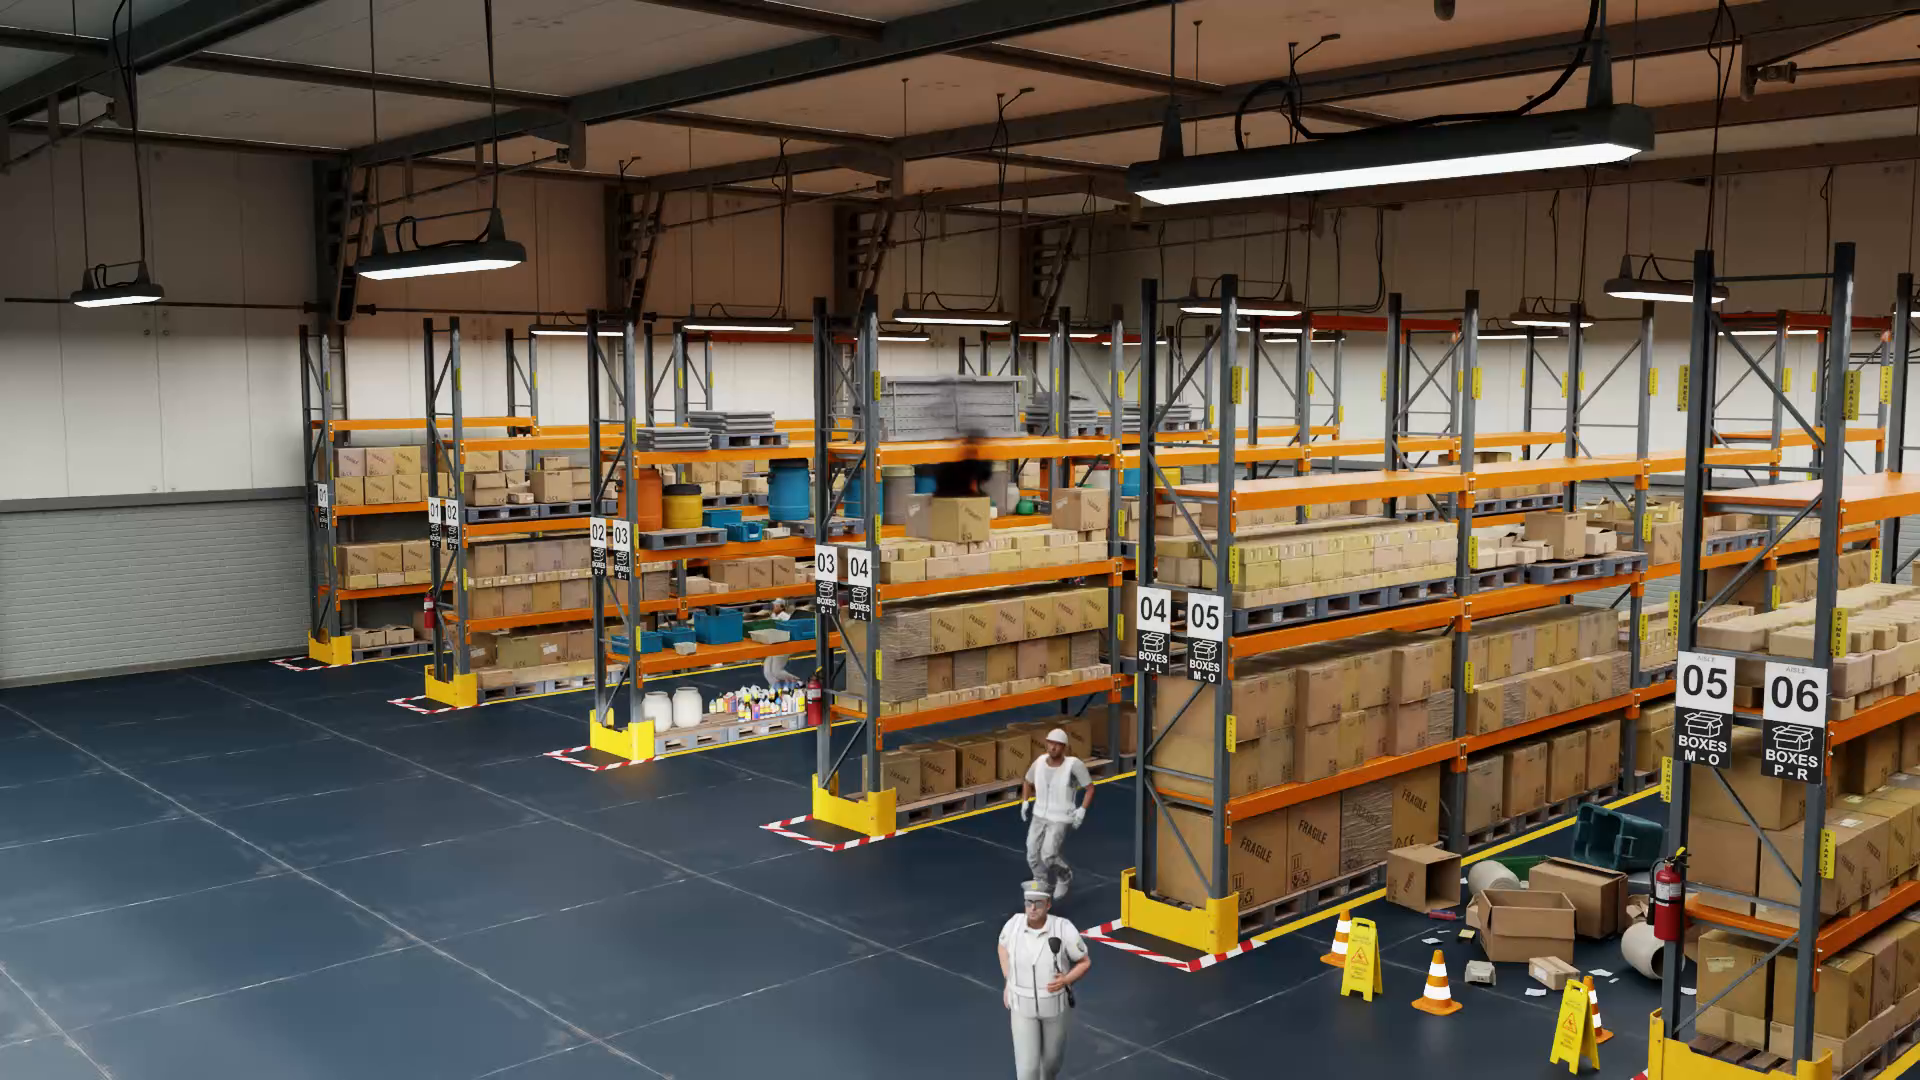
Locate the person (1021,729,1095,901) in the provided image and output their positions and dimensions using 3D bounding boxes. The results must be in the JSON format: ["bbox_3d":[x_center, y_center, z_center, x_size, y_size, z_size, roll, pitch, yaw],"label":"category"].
[{"bbox_3d":[0.891,2.693,16.041,0.731,1.752,0.522,4,7,36],"label":"person"}]

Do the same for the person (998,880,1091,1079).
[{"bbox_3d":[0.558,3.155,11.235,0.647,1.803,0.873,1,6,7],"label":"person"}]

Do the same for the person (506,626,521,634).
[{"bbox_3d":[-7.663,1.410,28.583,0.680,1.750,0.626,4,7,34],"label":"person"}]

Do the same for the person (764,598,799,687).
[{"bbox_3d":[-2.860,1.721,26.220,0.604,1.603,0.555,6,8,45],"label":"person"}]
